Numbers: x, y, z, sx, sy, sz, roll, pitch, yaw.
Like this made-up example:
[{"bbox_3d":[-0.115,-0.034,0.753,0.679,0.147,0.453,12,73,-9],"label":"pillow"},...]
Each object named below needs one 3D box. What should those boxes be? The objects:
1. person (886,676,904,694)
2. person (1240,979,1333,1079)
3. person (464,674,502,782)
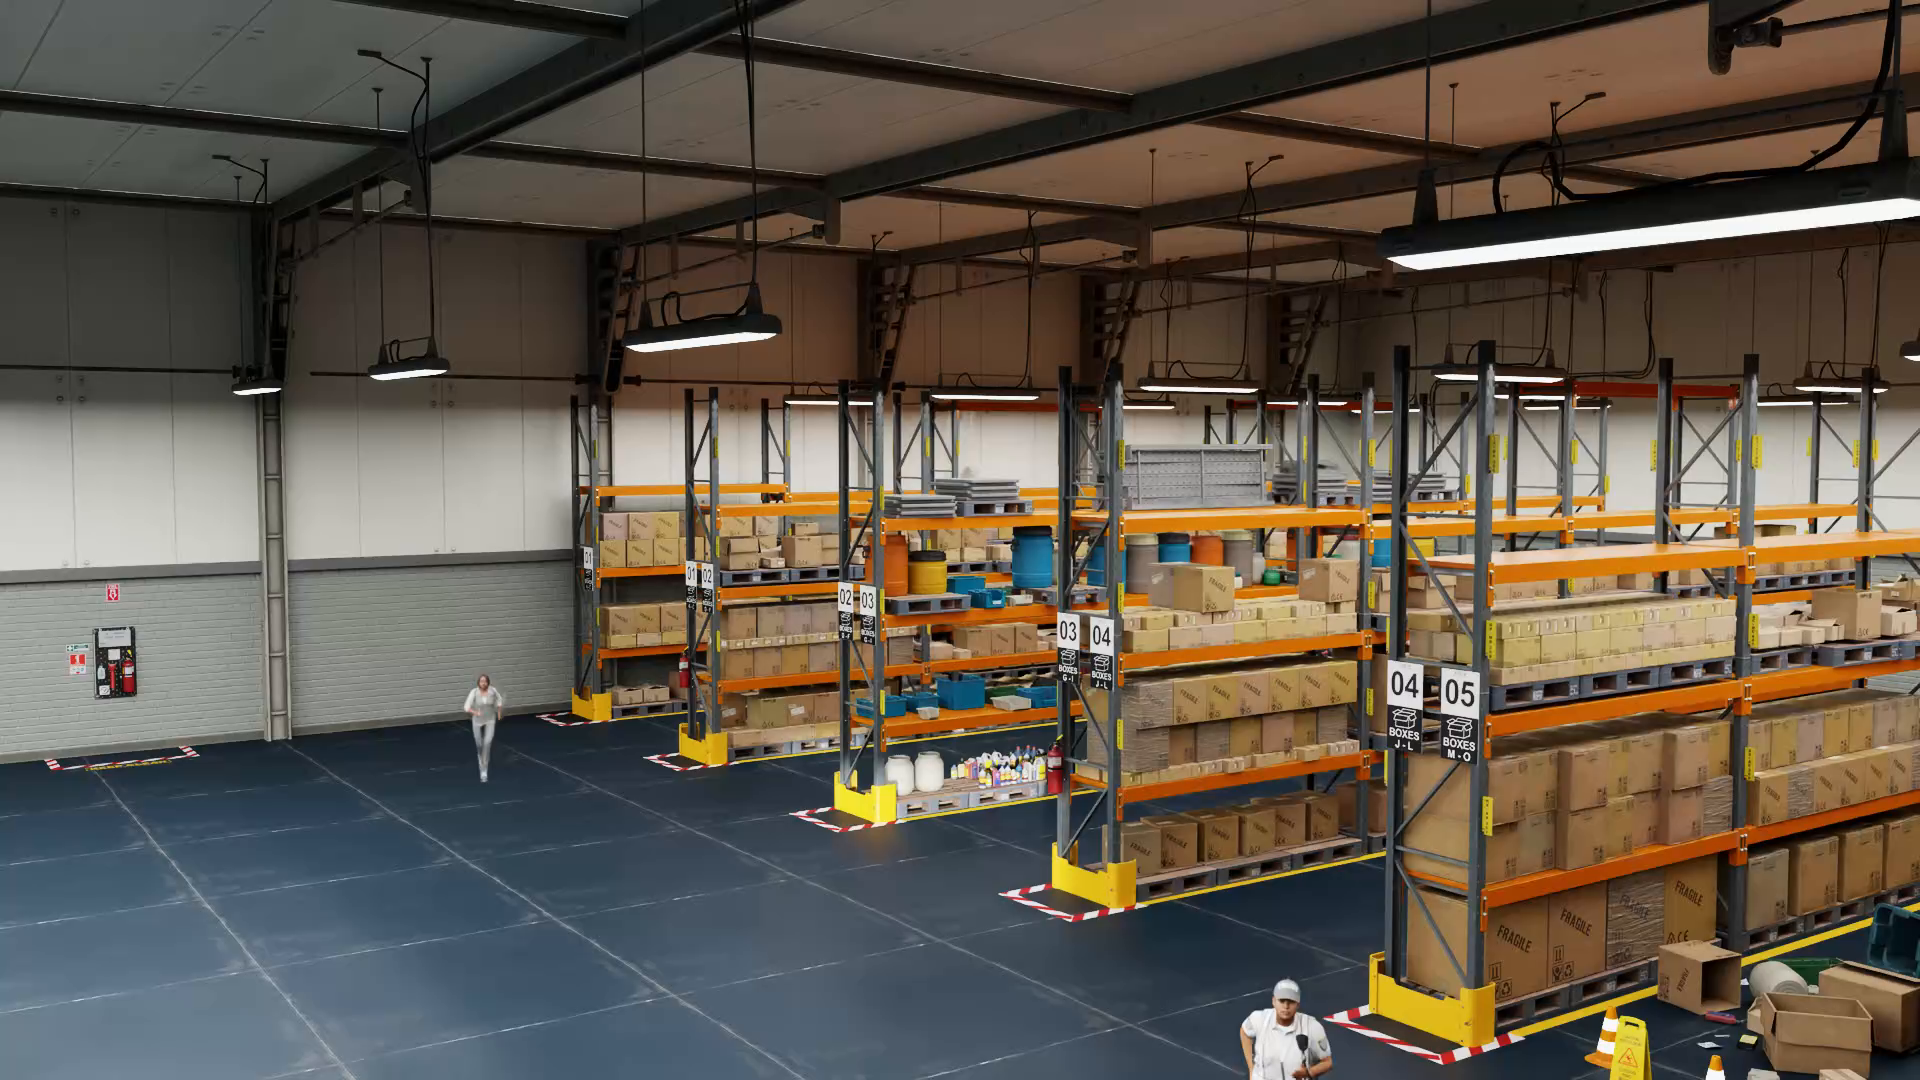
[{"bbox_3d":[-1.268,2.414,31.727,0.887,1.696,0.518,-3,5,-43],"label":"person"},{"bbox_3d":[2.137,3.695,10.909,0.583,1.707,0.769,0,3,7],"label":"person"},{"bbox_3d":[-7.303,2.834,25.489,0.563,1.603,0.891,-1,4,-19],"label":"person"}]
